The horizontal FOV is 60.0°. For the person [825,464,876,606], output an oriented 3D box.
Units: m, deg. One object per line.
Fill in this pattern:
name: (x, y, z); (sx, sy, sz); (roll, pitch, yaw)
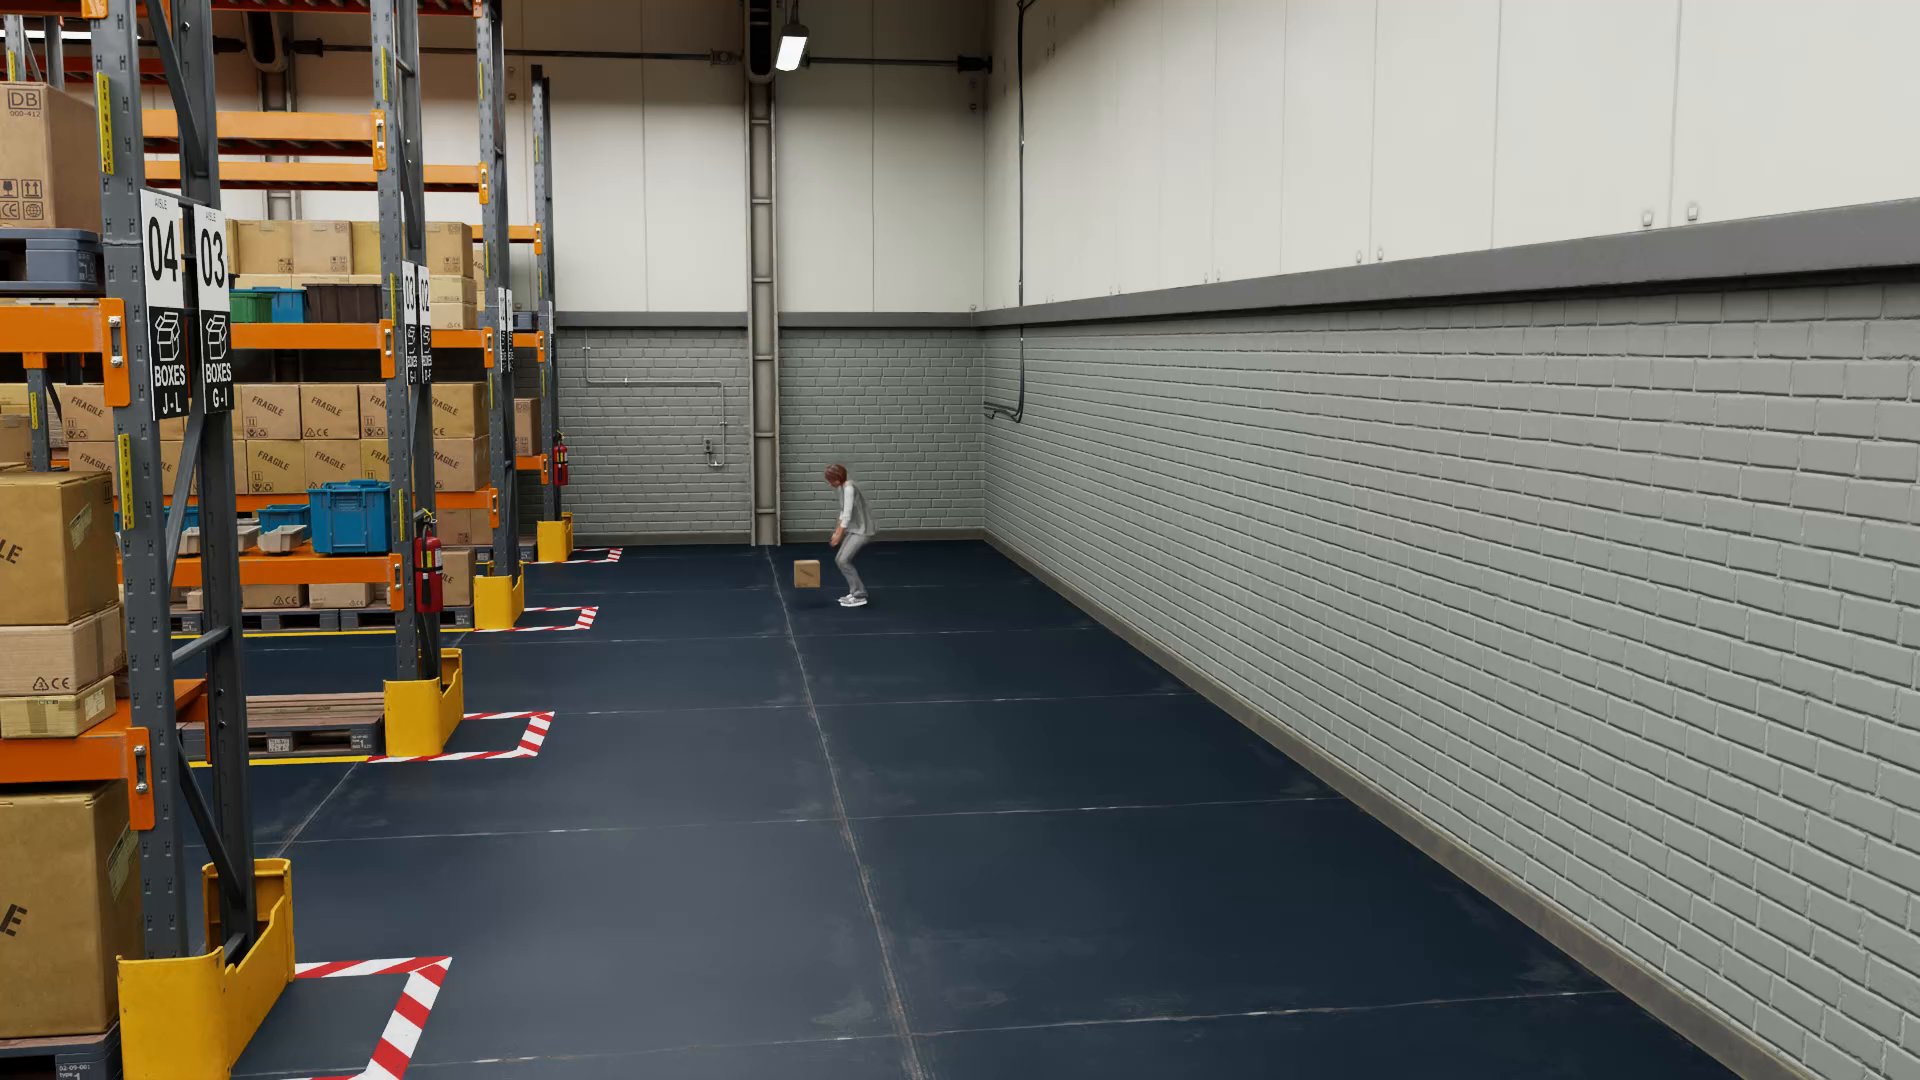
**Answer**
person: (-1.126, -0.046, 17.101); (0.518, 1.449, 0.451); (-1, 7, -8)
